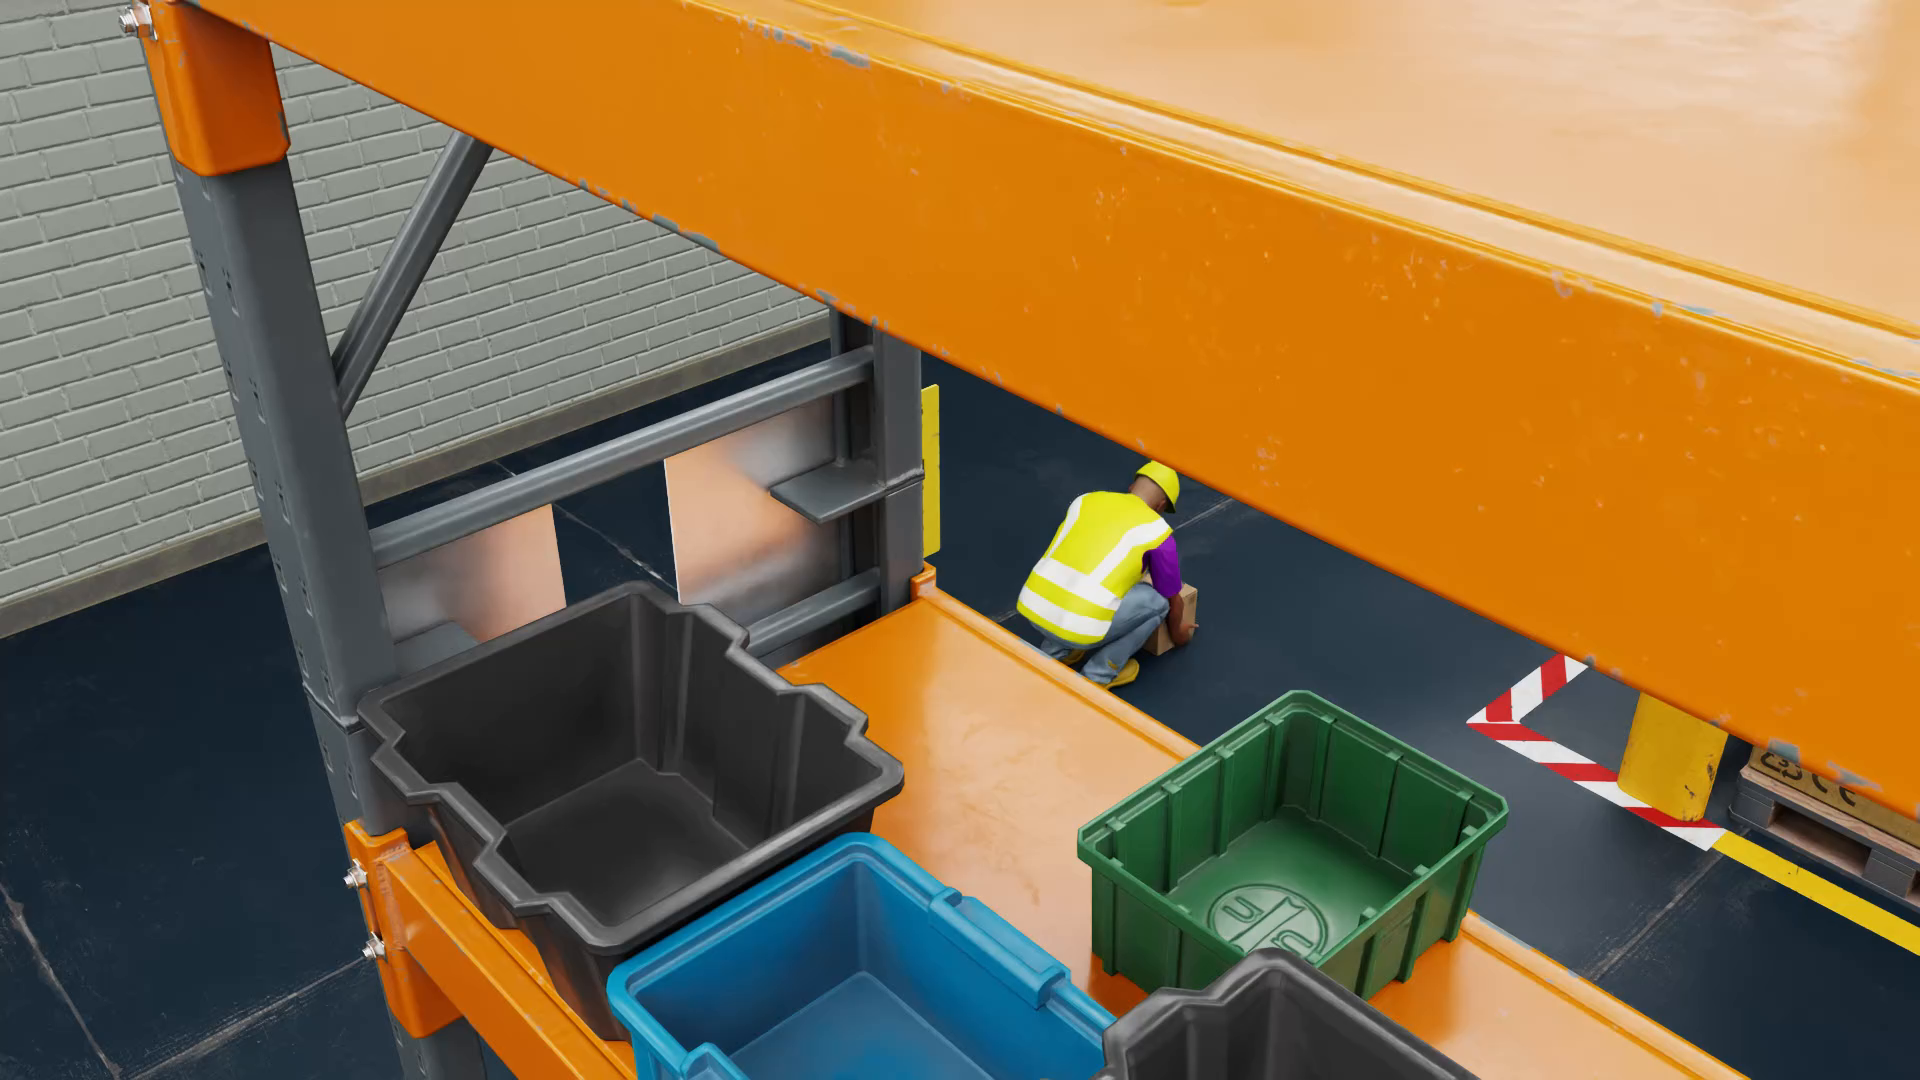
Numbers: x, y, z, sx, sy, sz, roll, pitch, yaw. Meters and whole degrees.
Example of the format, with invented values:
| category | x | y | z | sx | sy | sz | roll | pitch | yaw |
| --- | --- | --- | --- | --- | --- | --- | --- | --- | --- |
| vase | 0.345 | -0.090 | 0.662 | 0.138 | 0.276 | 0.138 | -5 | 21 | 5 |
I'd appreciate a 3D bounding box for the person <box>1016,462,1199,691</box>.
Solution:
| category | x | y | z | sx | sy | sz | roll | pitch | yaw |
| --- | --- | --- | --- | --- | --- | --- | --- | --- | --- |
| person | 0.629 | 0.179 | 7.222 | 0.900 | 0.895 | 0.549 | -26 | 40 | -35 |
